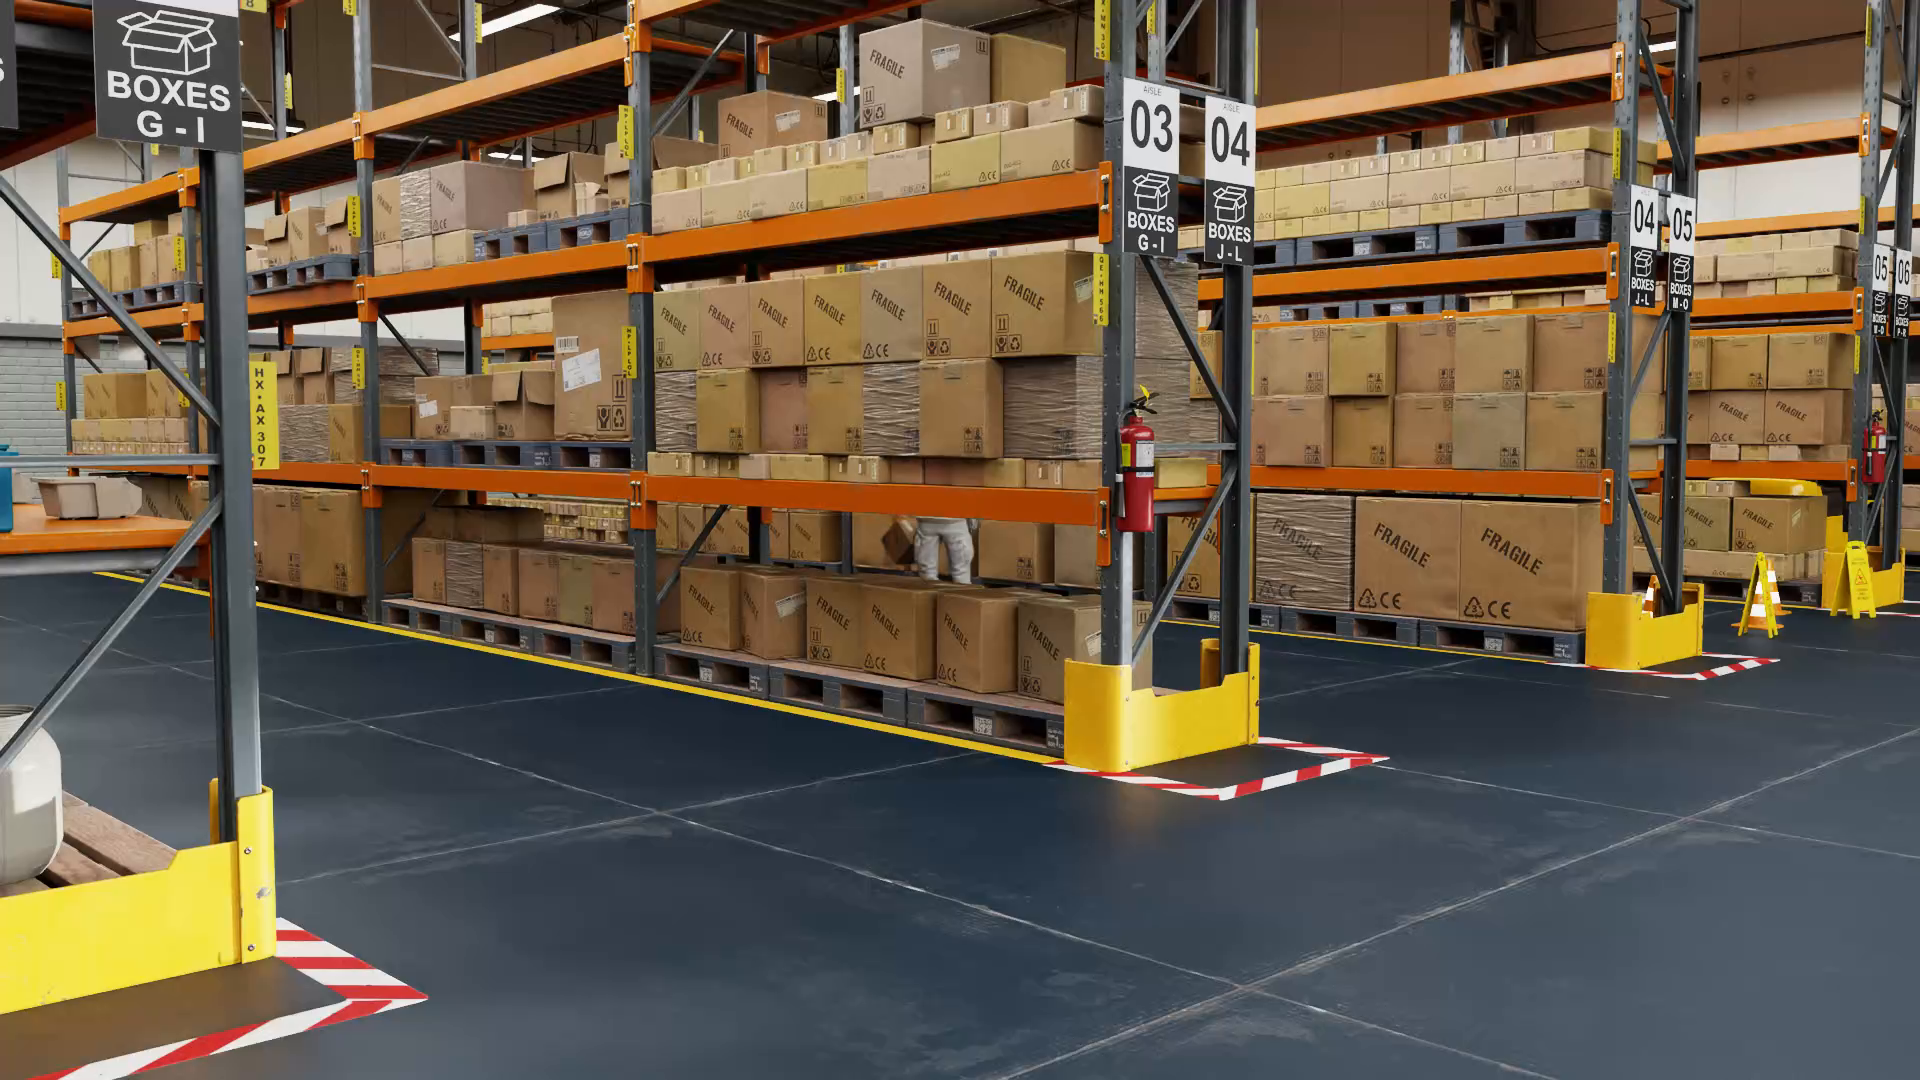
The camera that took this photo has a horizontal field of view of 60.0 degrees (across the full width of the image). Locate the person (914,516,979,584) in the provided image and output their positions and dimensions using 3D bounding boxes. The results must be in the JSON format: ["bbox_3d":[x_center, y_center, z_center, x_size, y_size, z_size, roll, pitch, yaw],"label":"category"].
[{"bbox_3d":[-0.135,-0.145,12.463,0.531,1.794,0.552,1,4,16],"label":"person"}]
